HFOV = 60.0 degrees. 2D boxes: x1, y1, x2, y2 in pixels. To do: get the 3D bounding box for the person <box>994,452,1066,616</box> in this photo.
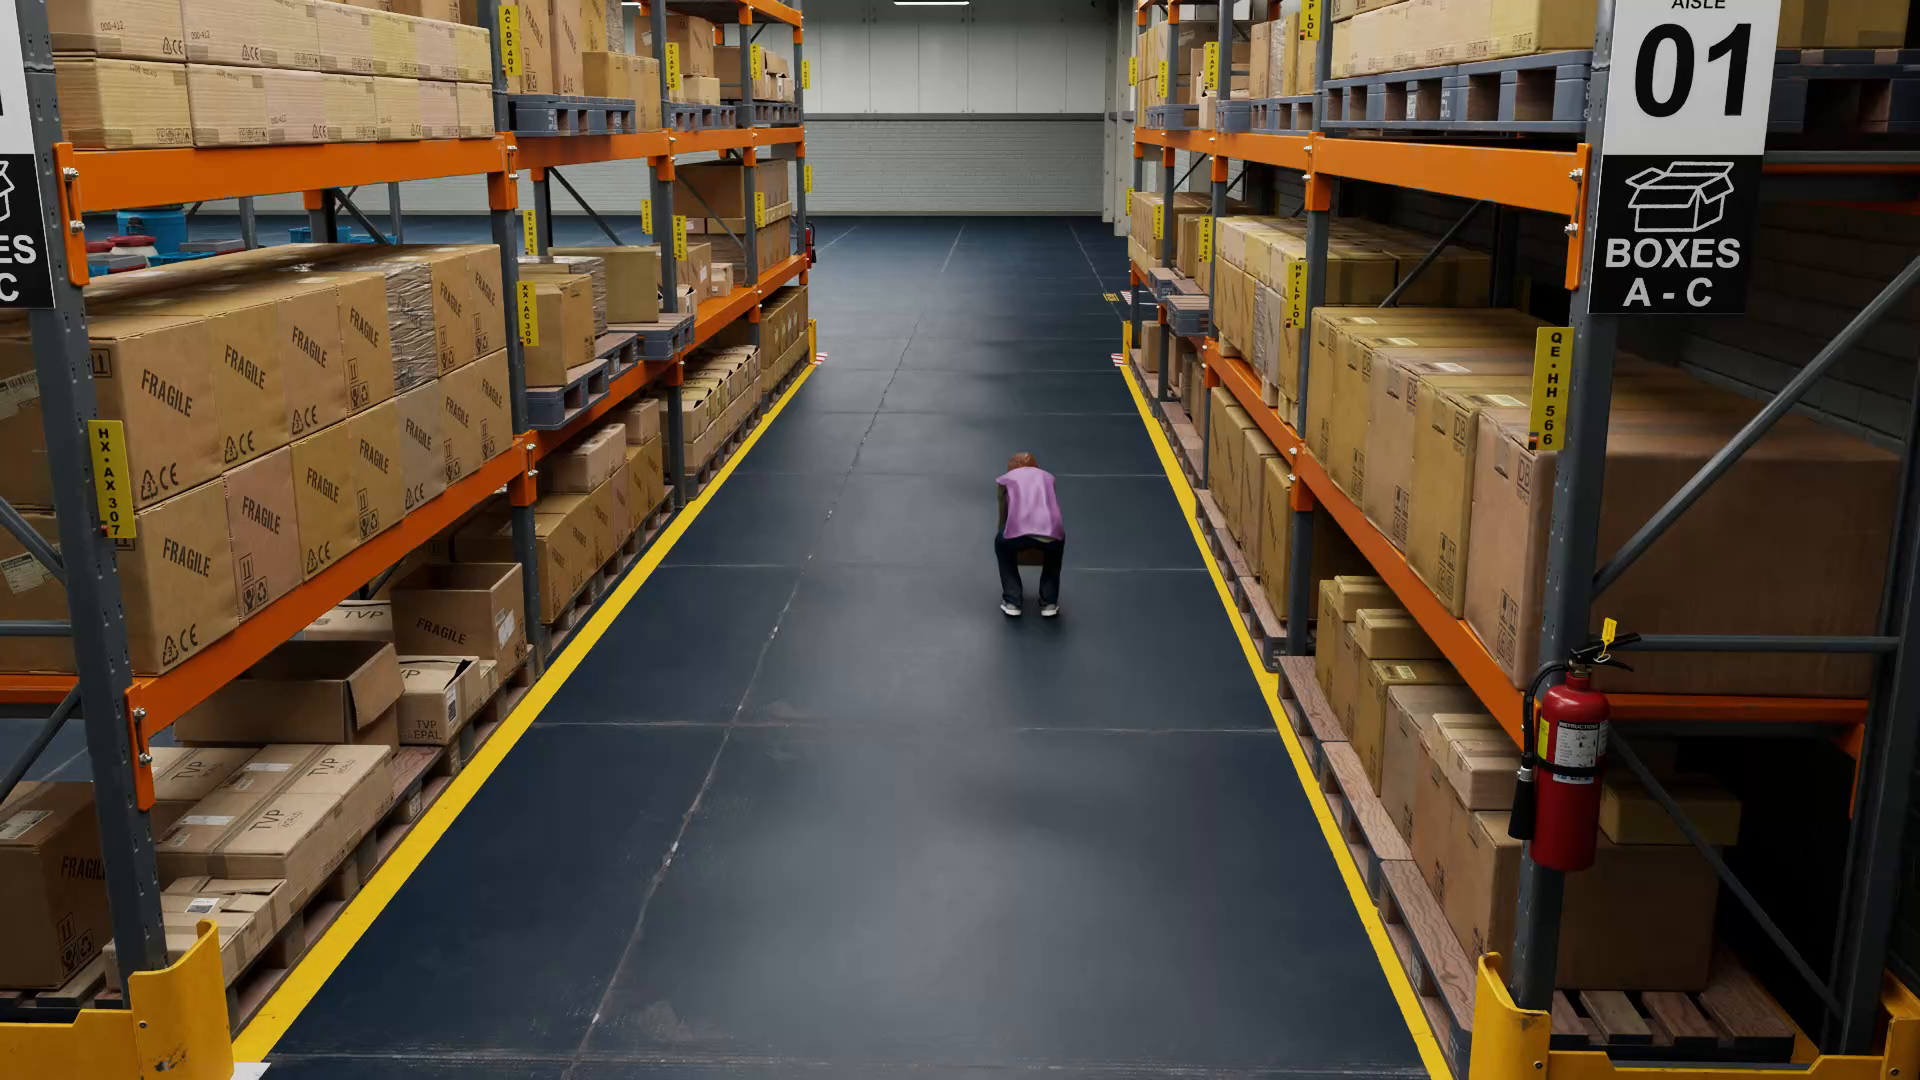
[{"bbox_3d":[0.422,-0.028,10.062,0.426,0.902,0.838,0,14,0],"label":"person"}]
